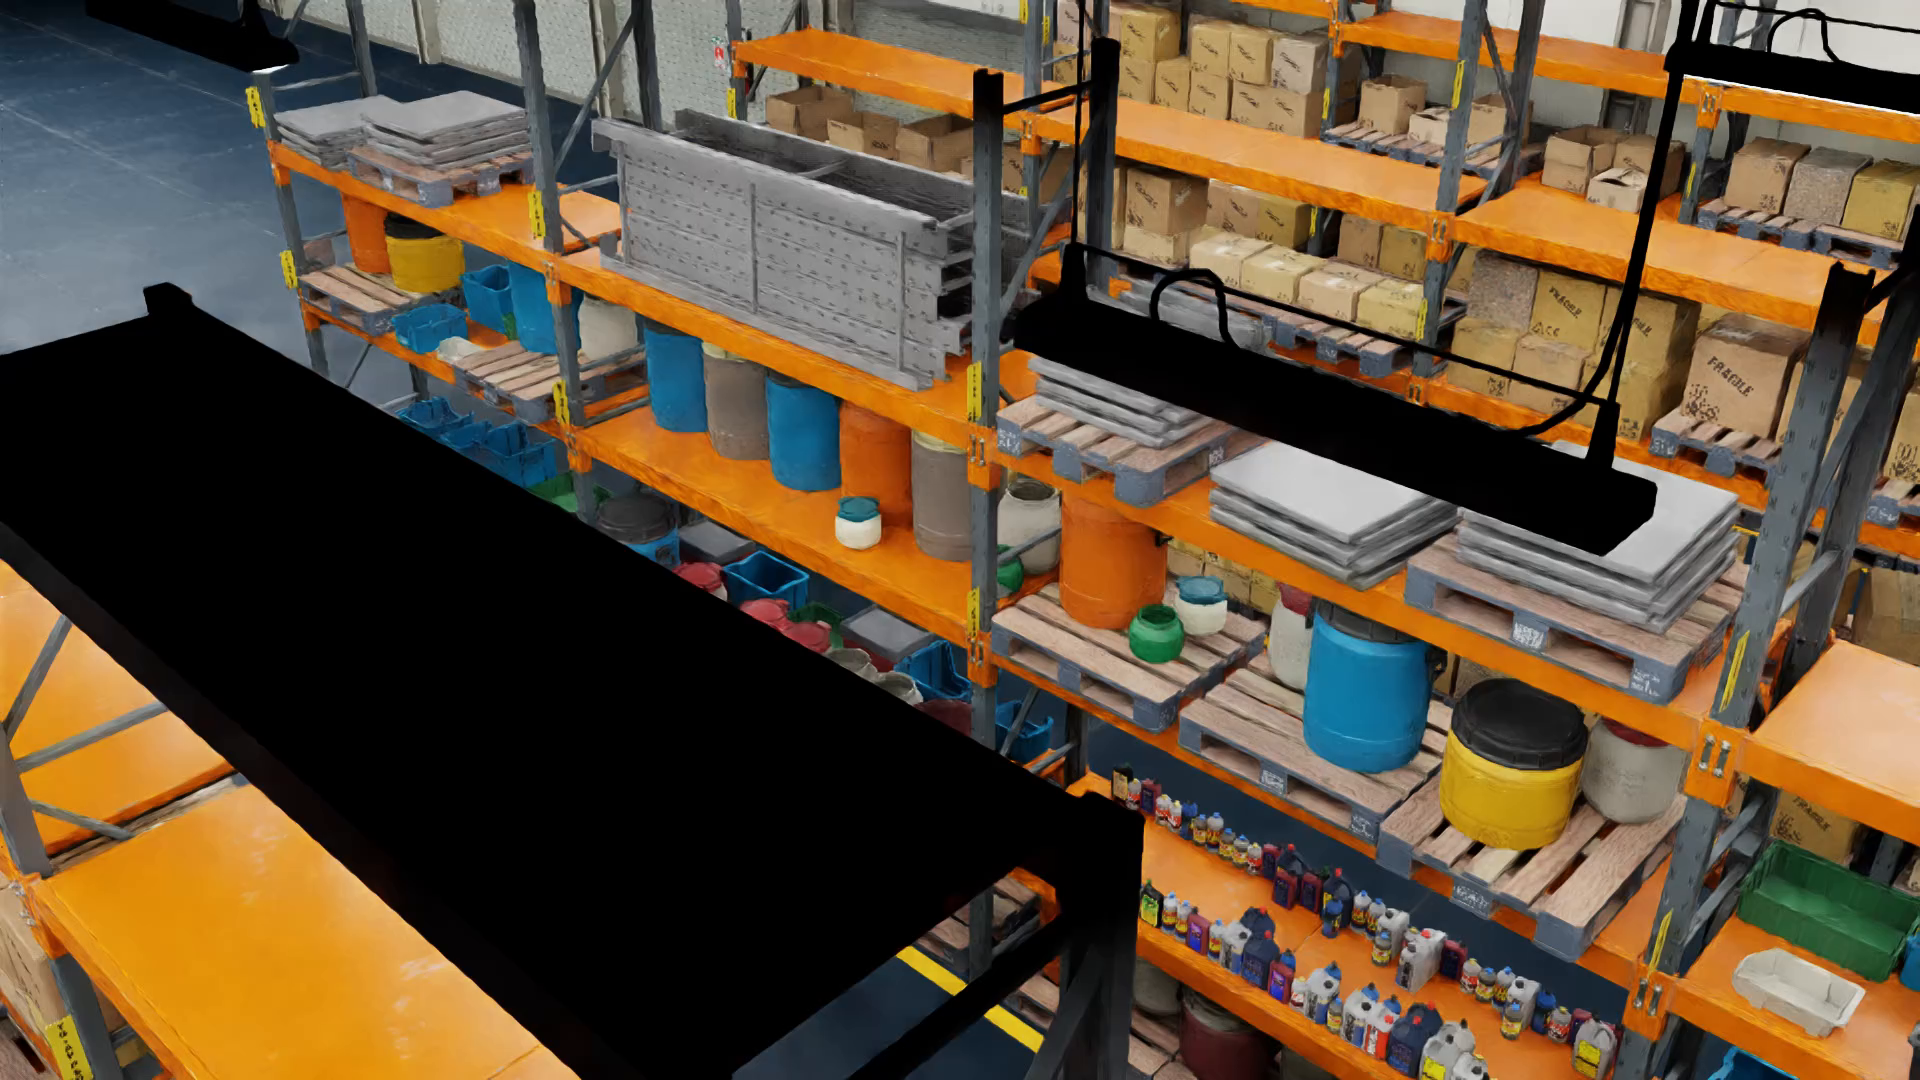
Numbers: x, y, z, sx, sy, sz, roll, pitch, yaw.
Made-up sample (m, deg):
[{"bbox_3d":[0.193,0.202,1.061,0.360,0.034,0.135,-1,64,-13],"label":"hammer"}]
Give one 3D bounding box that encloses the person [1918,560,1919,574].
[{"bbox_3d":[8.016,0.511,13.703,0.991,1.590,0.491,24,37,36],"label":"person"}]
